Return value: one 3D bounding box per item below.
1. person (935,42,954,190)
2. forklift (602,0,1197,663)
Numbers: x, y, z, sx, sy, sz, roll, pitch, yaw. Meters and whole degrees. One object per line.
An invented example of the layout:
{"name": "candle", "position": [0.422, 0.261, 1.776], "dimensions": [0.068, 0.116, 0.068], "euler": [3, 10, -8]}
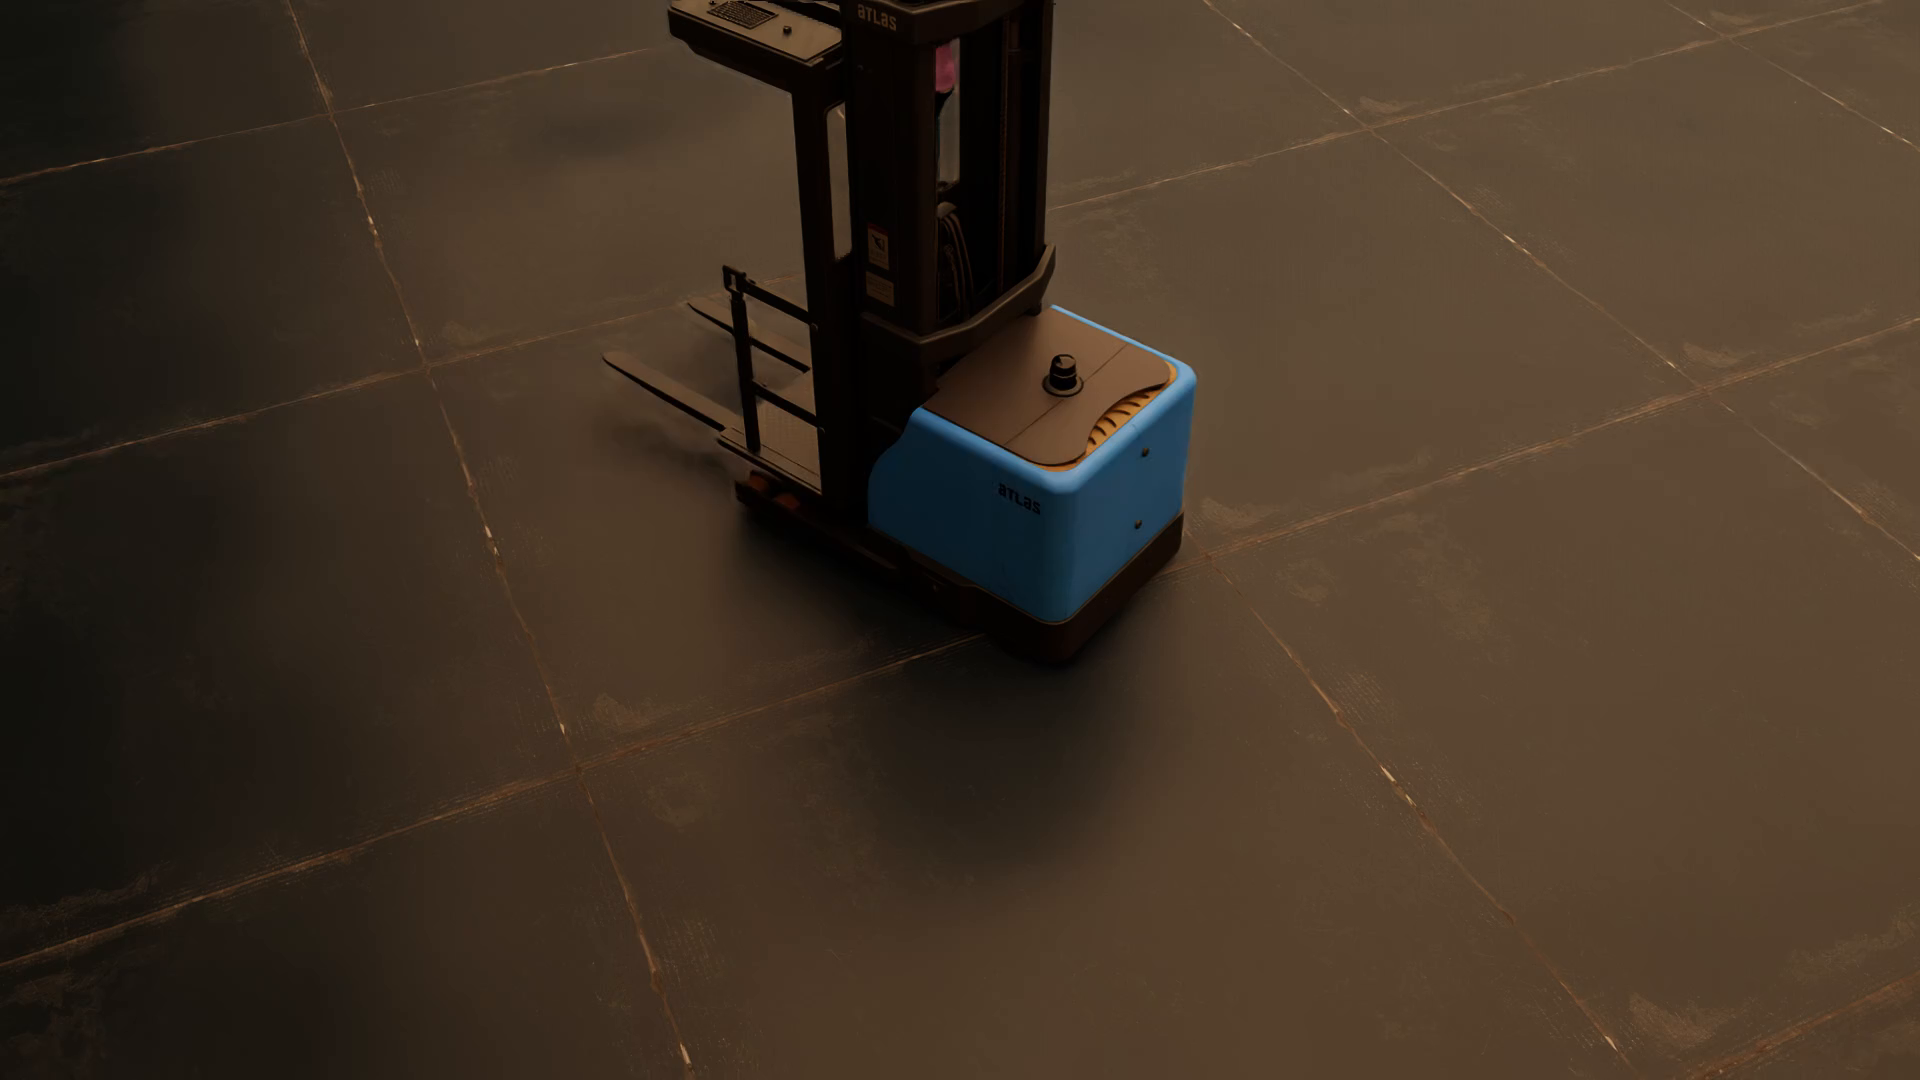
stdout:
{"name": "person", "position": [-0.194, -2.618, 9.495], "dimensions": [0.812, 1.574, 0.703], "euler": [-20, 47, -21]}
{"name": "forklift", "position": [-0.444, -1.384, 7.163], "dimensions": [3.031, 2.935, 1.130], "euler": [29, 50, 27]}
